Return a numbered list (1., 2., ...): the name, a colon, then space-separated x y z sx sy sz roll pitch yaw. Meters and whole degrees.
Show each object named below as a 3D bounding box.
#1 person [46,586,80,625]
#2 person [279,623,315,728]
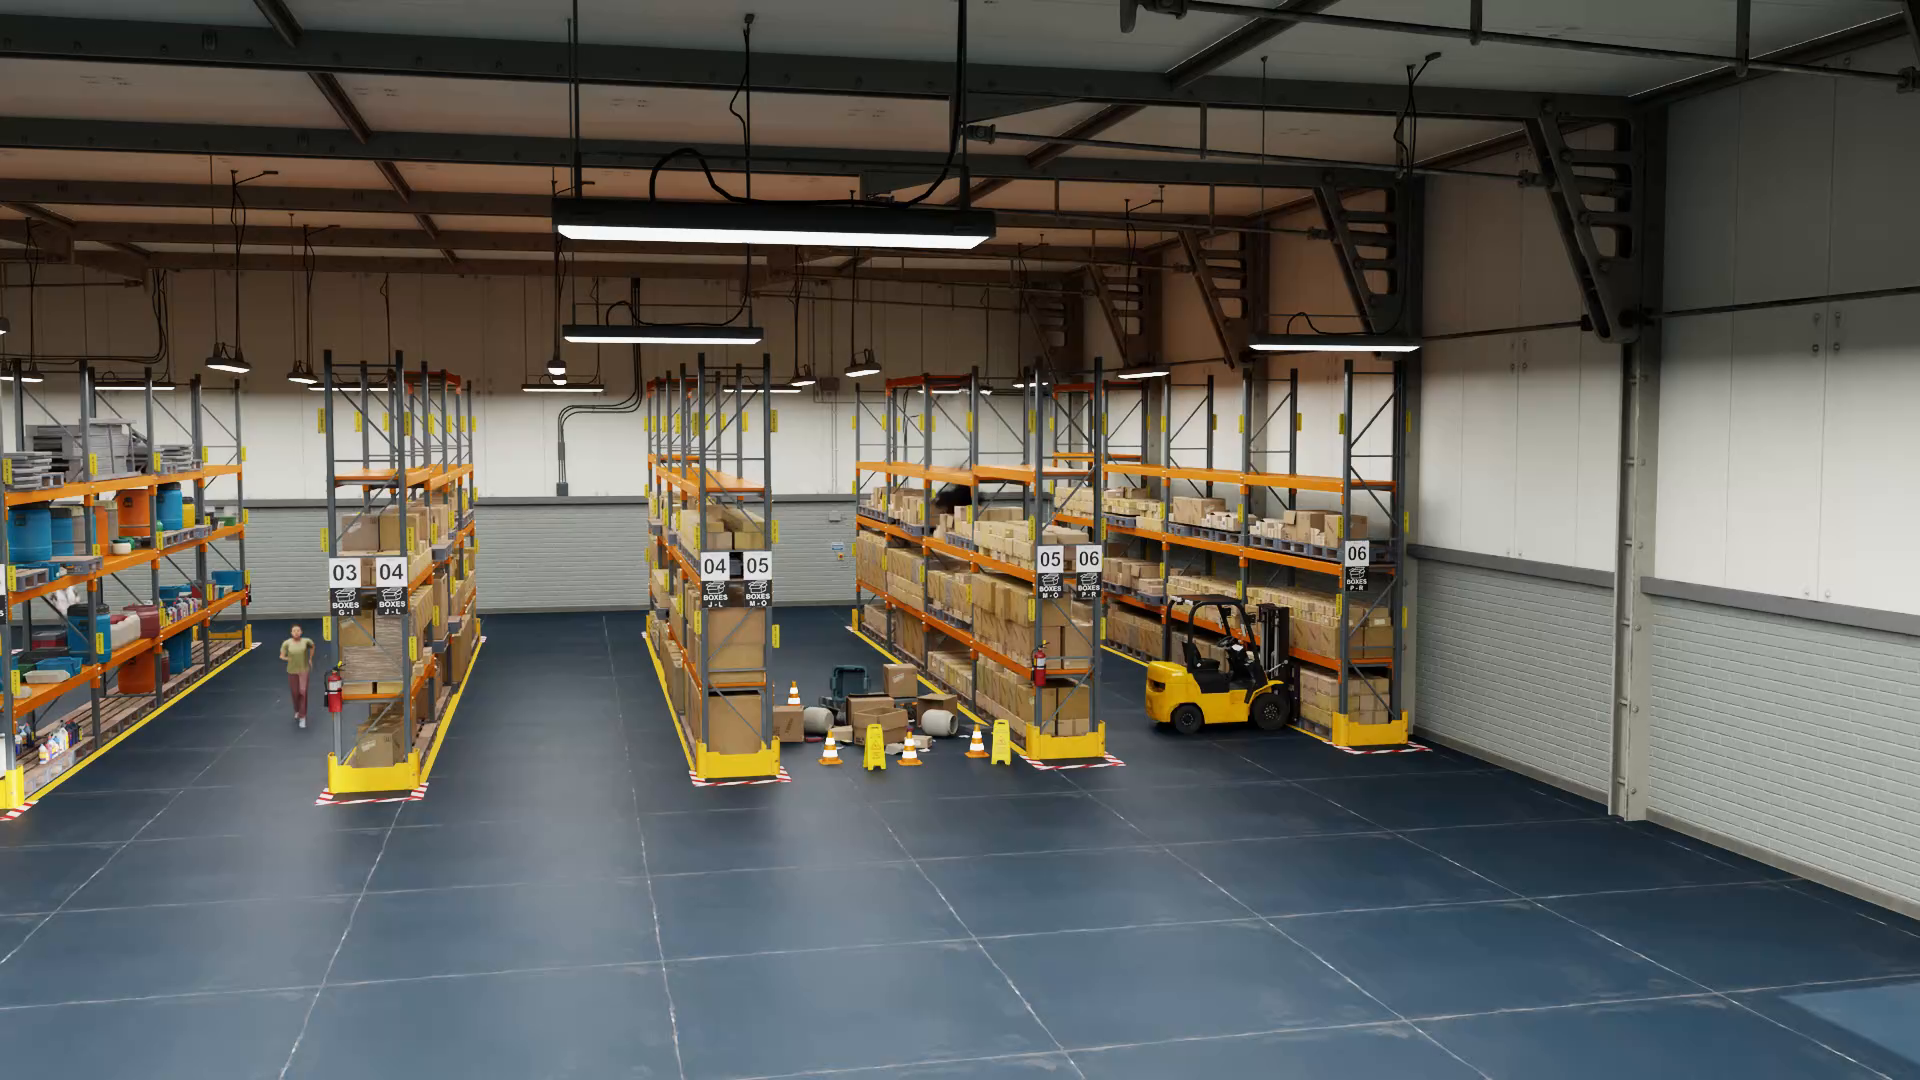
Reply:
1. person: -19.656 1.614 36.511 0.880 1.728 0.689 3 5 36
2. person: -11.065 2.228 27.773 0.529 1.696 0.887 -1 4 -14
